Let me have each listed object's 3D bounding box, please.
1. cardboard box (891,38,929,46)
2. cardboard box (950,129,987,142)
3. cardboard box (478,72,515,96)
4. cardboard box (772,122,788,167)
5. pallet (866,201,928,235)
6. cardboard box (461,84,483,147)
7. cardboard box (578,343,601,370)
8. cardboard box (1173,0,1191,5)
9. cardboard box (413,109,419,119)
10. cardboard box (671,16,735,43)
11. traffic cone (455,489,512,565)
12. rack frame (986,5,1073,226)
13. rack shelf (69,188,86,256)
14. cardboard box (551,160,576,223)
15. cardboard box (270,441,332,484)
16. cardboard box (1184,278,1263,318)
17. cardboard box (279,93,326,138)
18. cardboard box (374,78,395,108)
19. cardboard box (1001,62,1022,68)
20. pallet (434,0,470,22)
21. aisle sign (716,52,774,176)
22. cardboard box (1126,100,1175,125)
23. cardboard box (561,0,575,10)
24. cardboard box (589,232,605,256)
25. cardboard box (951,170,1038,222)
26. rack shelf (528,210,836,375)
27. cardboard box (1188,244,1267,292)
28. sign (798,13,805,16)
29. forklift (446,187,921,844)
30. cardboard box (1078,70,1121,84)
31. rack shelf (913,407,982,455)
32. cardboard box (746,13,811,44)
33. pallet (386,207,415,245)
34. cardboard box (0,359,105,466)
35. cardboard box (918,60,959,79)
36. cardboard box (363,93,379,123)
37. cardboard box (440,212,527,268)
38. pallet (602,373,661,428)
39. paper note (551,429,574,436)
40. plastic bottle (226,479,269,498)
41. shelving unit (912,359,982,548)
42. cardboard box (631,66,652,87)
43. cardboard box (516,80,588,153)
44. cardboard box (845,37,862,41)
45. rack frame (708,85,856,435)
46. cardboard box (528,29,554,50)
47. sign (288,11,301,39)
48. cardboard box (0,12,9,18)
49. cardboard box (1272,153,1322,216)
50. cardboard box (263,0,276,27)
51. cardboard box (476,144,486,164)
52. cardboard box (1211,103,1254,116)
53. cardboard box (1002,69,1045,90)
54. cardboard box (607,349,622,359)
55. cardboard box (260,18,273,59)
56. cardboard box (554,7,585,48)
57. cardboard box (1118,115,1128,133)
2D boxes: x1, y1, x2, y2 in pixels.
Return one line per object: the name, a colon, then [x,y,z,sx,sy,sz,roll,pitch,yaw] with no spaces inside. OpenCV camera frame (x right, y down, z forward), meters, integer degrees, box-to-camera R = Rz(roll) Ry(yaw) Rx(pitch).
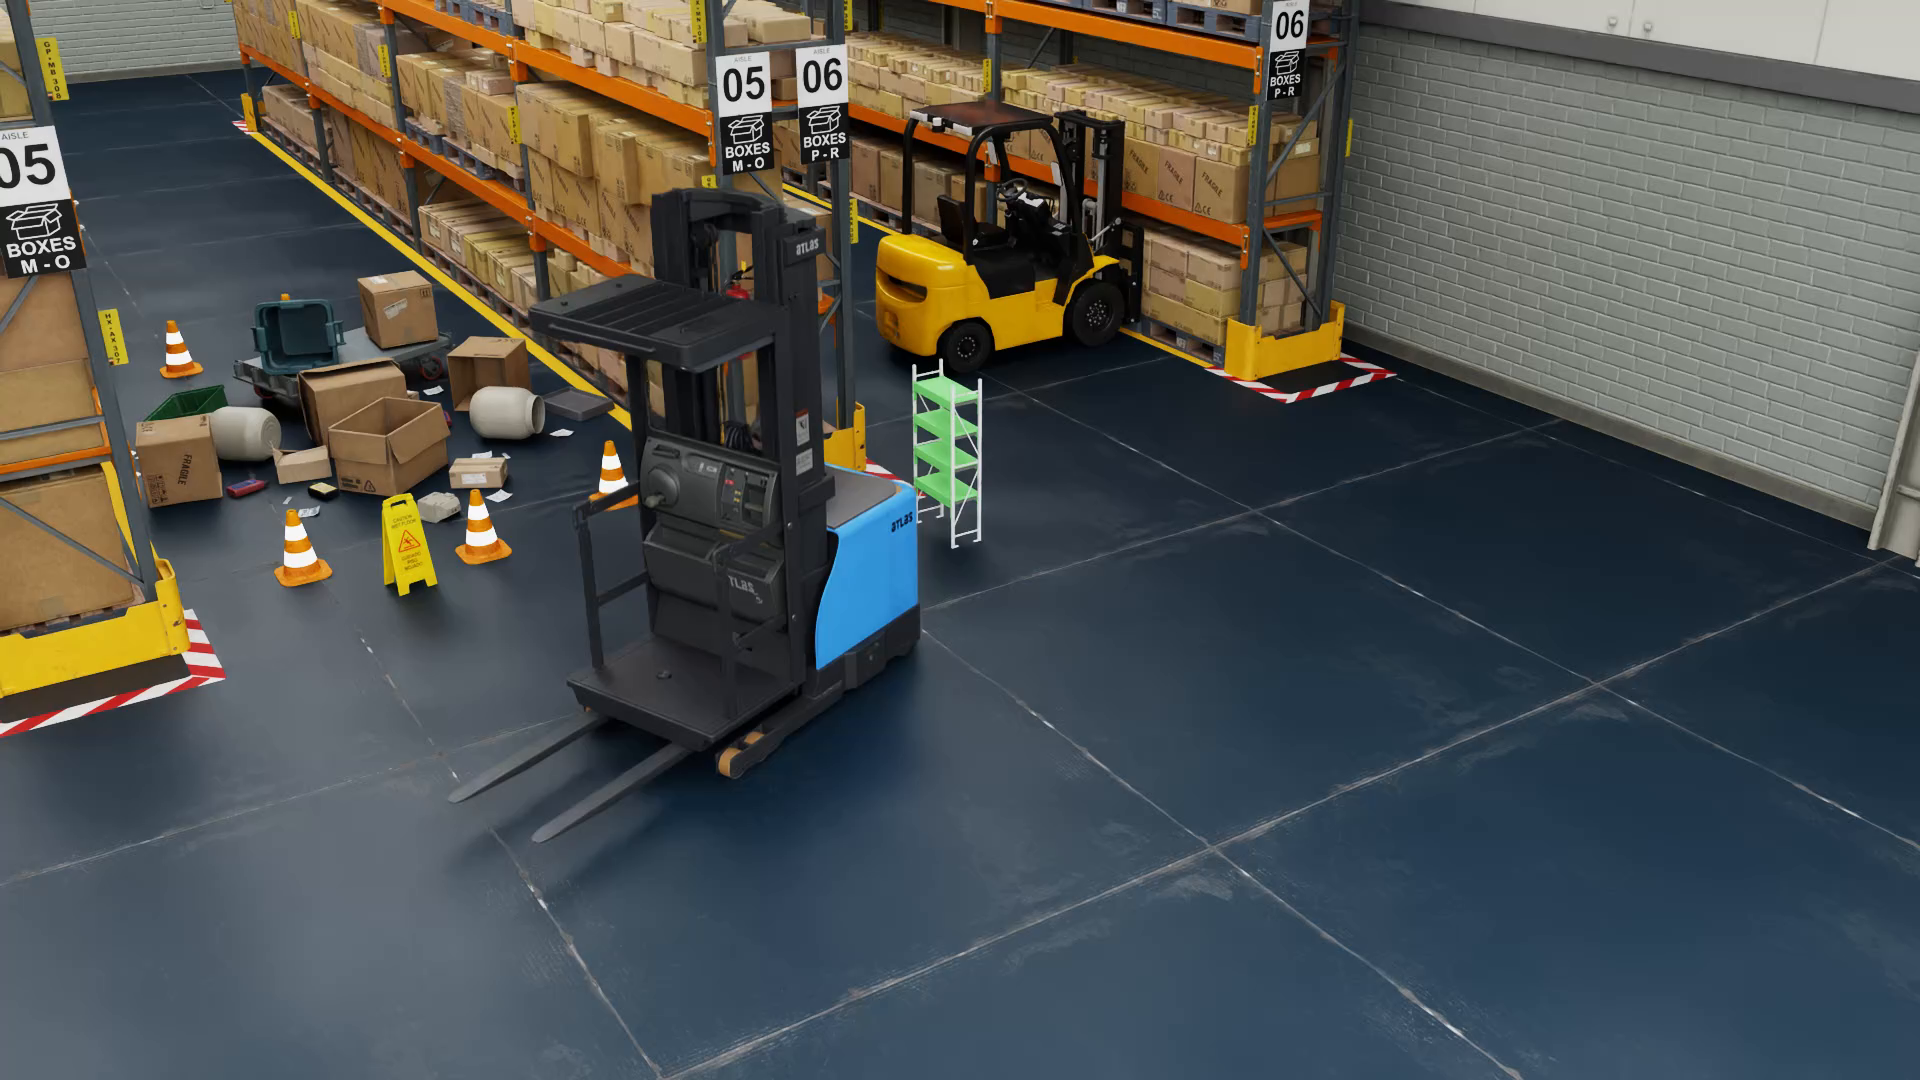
cardboard box: [-0.587,-5.842,19.698,0.380,0.149,0.250,-16,30,-31]
cardboard box: [0.236,-4.440,17.779,0.500,0.250,0.500,-15,29,-28]
cardboard box: [-4.255,-4.249,15.482,0.380,0.149,0.250,-17,30,-31]
cardboard box: [-2.129,-5.161,21.568,0.500,0.500,0.500,-16,30,-30]
pallet: [-0.375,-3.819,19.554,1.003,0.211,1.213,-16,29,-30]
cardboard box: [-4.420,-4.075,15.873,0.500,0.500,0.500,-14,29,-28]
cardboard box: [-3.030,-1.714,14.559,0.500,0.250,0.500,-14,29,-27]
cardboard box: [2.068,-4.805,14.411,0.396,0.266,0.258,-15,29,-29]
cardboard box: [-5.589,-4.578,17.698,0.380,0.149,0.250,-17,30,-32]
cardboard box: [-1.784,-3.556,11.579,0.380,0.149,0.250,-15,29,-29]
traffic cone: [-3.303,-0.125,11.436,0.336,0.463,0.334,-16,29,-30]
rack frame: [0.730,-4.388,17.494,1.000,3.000,0.127,-16,29,-30]
rack shelf: [-6.427,-2.356,10.519,1.077,0.370,4.000,-16,29,-30]
cardboard box: [-3.127,-3.013,14.117,0.500,0.500,0.500,-16,29,-30]
cardboard box: [-5.038,-0.619,12.712,0.396,0.266,0.258,-10,27,-21]
cardboard box: [2.386,-2.231,15.069,0.500,0.250,0.500,-16,30,-30]
cardboard box: [-9.027,-6.015,23.451,0.875,0.438,0.875,-15,29,-28]
cardboard box: [-6.088,-4.933,18.239,0.500,0.250,0.500,-16,29,-30]
cardboard box: [0.480,-5.100,18.126,0.380,0.149,0.250,-16,29,-30]
pallet: [-4.243,-5.118,15.746,1.213,0.211,1.003,-16,29,-30]
aisle sign: [-1.452,-2.885,11.266,0.394,0.787,0.004,-16,29,-30]
cardboard box: [1.761,-3.943,15.325,0.380,0.149,0.250,-15,29,-29]
cardboard box: [-2.927,-4.285,13.122,0.380,0.149,0.250,-17,30,-31]
cardboard box: [-2.833,-2.469,13.724,0.380,0.149,0.250,-15,29,-29]
cardboard box: [0.436,-3.688,18.302,0.875,0.625,0.625,-14,29,-27]
rack shelf: [-2.335,-2.190,13.679,1.077,0.370,4.000,-16,29,-30]
cardboard box: [2.401,-2.448,14.943,0.500,0.250,0.500,-14,29,-28]
sign: [-1.903,-6.177,20.020,0.100,0.325,0.005,-16,29,-30]
forklift: [-1.481,-0.267,8.845,1.130,2.935,3.031,16,30,30]
cardboard box: [1.415,-4.627,16.774,0.380,0.149,0.250,-16,30,-30]
rack shelf: [-0.090,-0.761,11.506,0.258,0.148,0.480,-16,29,-30]
cardboard box: [-1.266,-3.578,11.624,0.380,0.149,0.250,-16,30,-30]
pallet: [-5.978,-3.699,19.302,1.003,0.211,1.213,-16,29,-30]
cardboard box: [-5.576,-0.800,9.717,0.875,0.550,0.550,-16,29,-30]
cardboard box: [-0.233,-5.157,18.245,0.380,0.149,0.250,-16,30,-31]
cardboard box: [-6.396,-4.893,18.738,0.500,0.250,0.500,-15,29,-29]
cardboard box: [-4.901,-3.196,17.555,0.950,0.372,0.625,-16,30,-31]
pallet: [-2.361,-1.300,14.220,1.003,0.211,1.213,-16,29,-30]
paper note: [-3.237,-0.876,13.532,0.148,0.019,0.142,18,31,33]
plastic bottle: [-5.344,-0.399,12.487,0.133,0.061,0.283,18,31,33]
shelving unit: [-0.090,-0.602,11.582,0.258,1.200,0.503,-16,29,-30]
cardboard box: [-2.211,-3.473,12.337,0.380,0.149,0.250,-16,30,-30]
cardboard box: [-3.368,-3.654,14.303,0.700,0.500,0.500,-16,30,-30]
cardboard box: [-1.380,-5.880,19.777,0.380,0.149,0.250,-15,29,-28]
rack frame: [-1.243,-1.799,12.011,1.000,3.000,0.127,-16,29,-30]
cardboard box: [-3.368,-4.197,13.870,0.380,0.149,0.250,-16,29,-30]
sign: [-8.258,-6.389,20.626,0.100,0.325,0.005,-16,29,-30]
cardboard box: [-5.805,-3.006,9.803,0.380,0.149,0.250,-16,30,-30]
cardboard box: [2.876,-3.245,14.955,0.500,0.500,0.500,-14,29,-28]
cardboard box: [-8.839,-7.057,21.858,0.500,0.500,0.500,-15,29,-29]
cardboard box: [-4.381,-3.699,15.836,0.380,0.149,0.250,-15,29,-29]
cardboard box: [2.516,-3.885,15.203,0.380,0.149,0.250,-15,29,-29]
cardboard box: [0.655,-4.678,16.883,0.380,0.149,0.250,-15,29,-29]
cardboard box: [-2.747,-1.867,14.005,0.500,0.500,0.500,-14,29,-27]
cardboard box: [-9.107,-6.793,22.471,0.500,0.500,0.500,-14,29,-28]
cardboard box: [-2.864,-4.068,13.129,0.500,0.250,0.500,-15,29,-29]
cardboard box: [1.708,-3.918,15.622,0.380,0.149,0.250,-16,30,-30]
